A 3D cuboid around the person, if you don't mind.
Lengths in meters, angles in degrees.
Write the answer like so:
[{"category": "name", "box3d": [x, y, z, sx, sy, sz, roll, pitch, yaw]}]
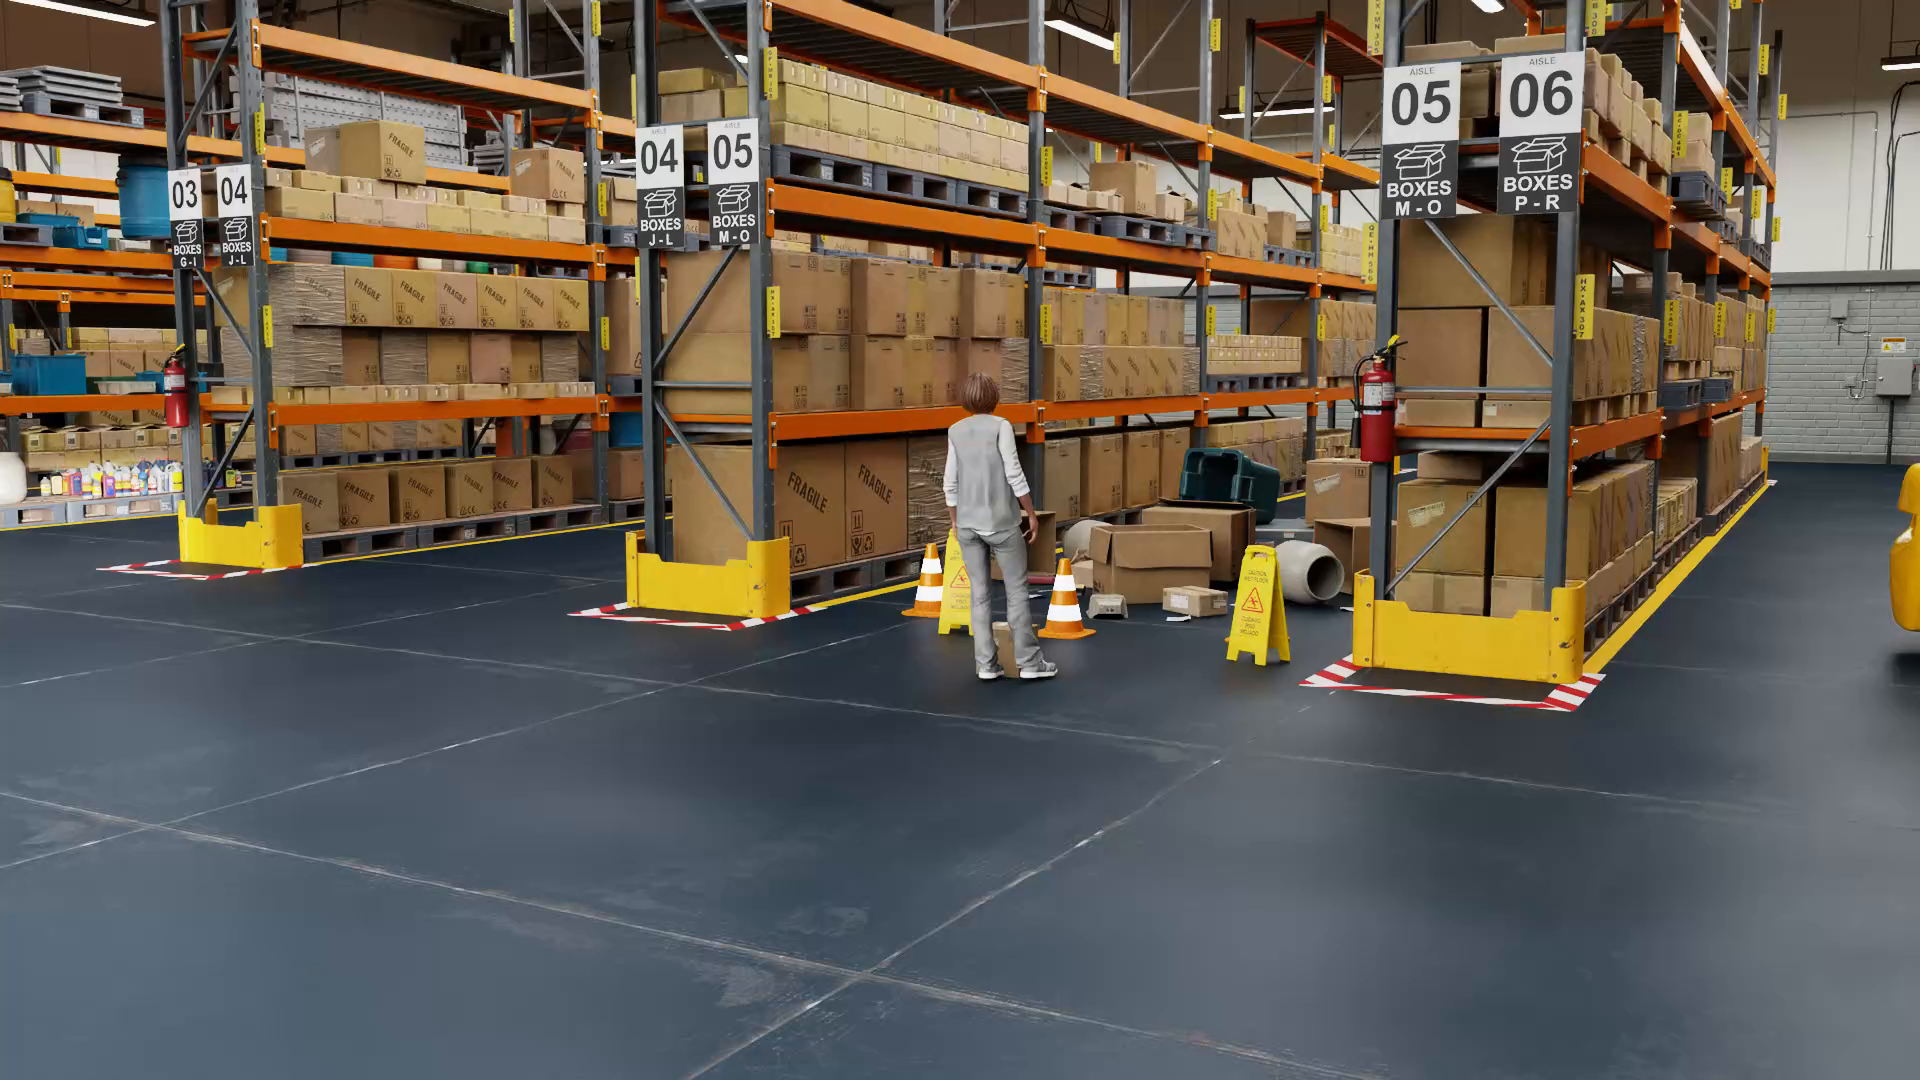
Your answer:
[{"category": "person", "box3d": [0.196, -0.073, 8.649, 0.519, 1.598, 0.474, 3, 7, 29]}]
